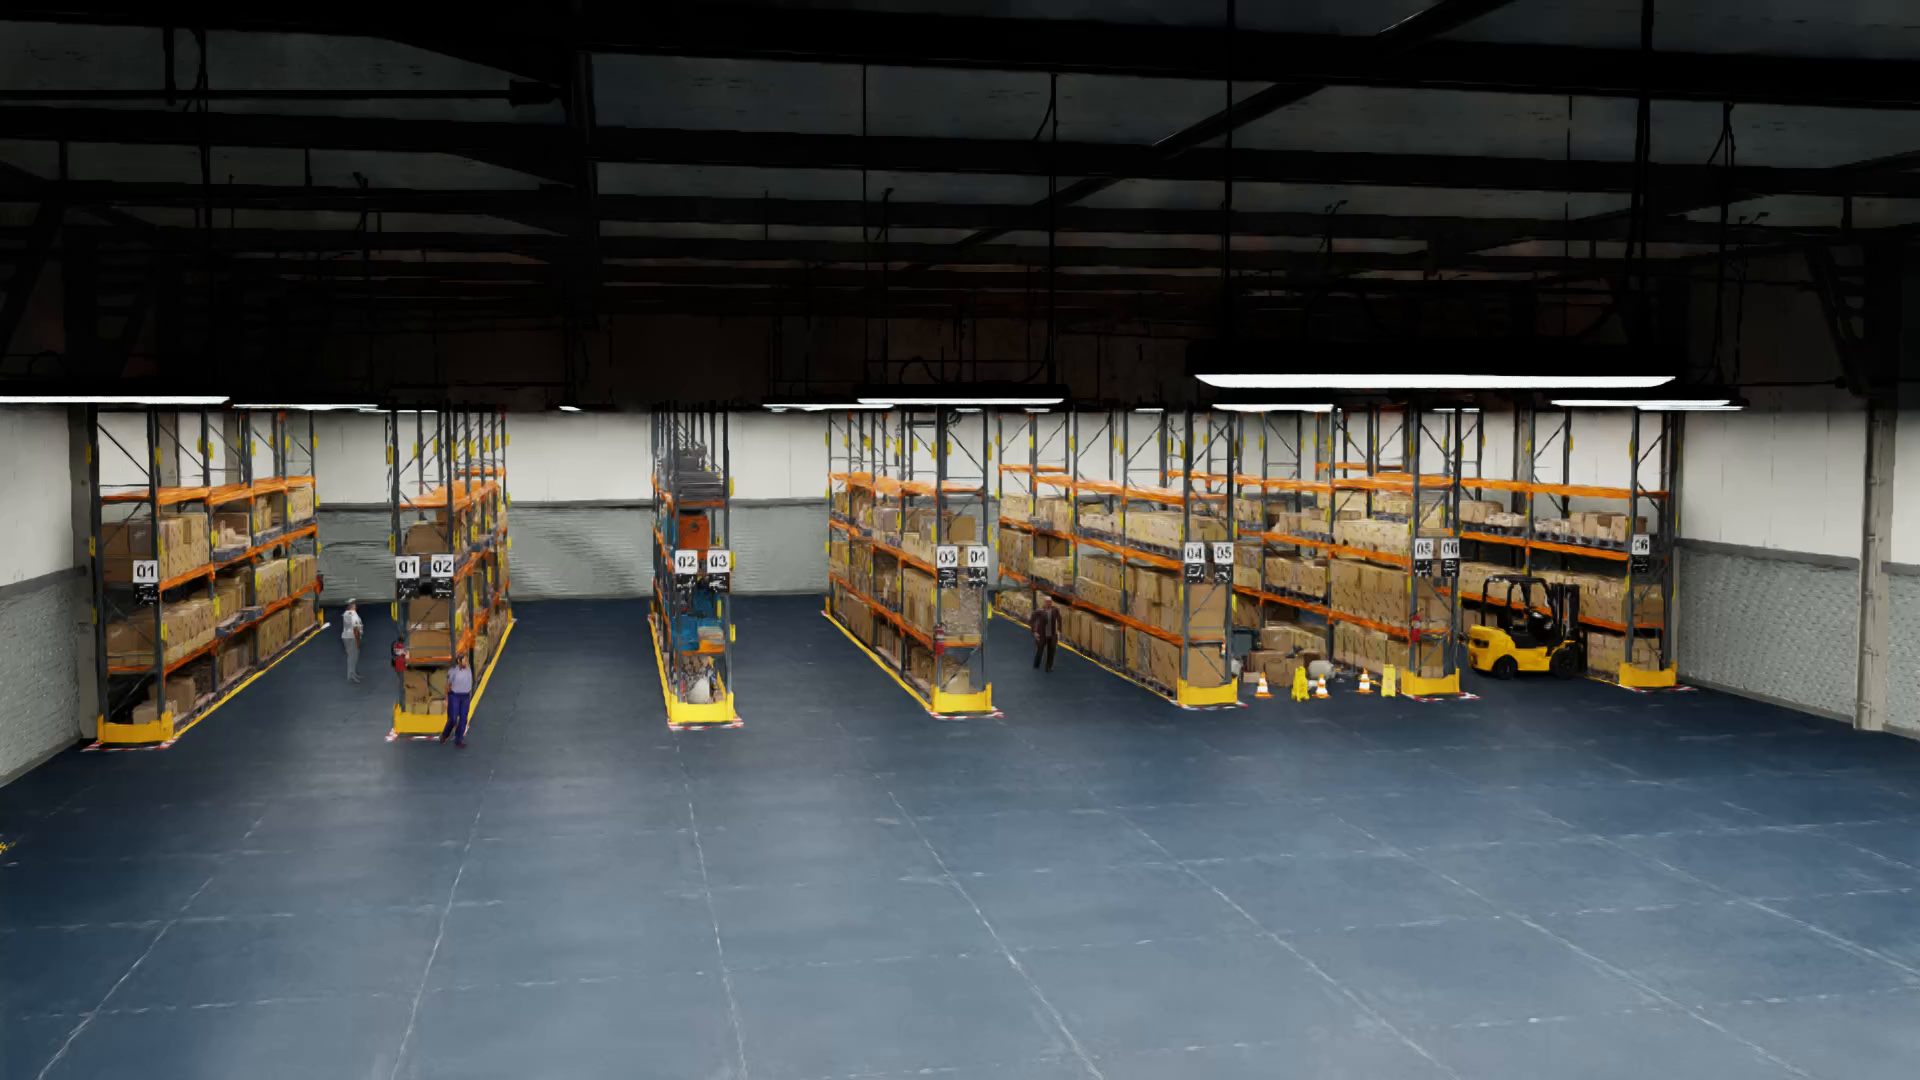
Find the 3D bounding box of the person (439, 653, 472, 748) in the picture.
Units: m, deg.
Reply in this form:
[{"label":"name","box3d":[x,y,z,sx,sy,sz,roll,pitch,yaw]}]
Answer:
[{"label":"person","box3d":[-8.686,2.751,28.657,0.522,1.638,0.556,4,6,40]}]

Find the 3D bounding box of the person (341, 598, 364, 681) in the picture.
[{"label":"person","box3d":[-13.031,2.145,35.770,0.476,1.746,0.593,-4,6,-41]}]

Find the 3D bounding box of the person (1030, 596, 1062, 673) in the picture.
[{"label":"person","box3d":[1.894,2.085,36.846,0.724,1.731,0.546,-1,4,-14]}]
